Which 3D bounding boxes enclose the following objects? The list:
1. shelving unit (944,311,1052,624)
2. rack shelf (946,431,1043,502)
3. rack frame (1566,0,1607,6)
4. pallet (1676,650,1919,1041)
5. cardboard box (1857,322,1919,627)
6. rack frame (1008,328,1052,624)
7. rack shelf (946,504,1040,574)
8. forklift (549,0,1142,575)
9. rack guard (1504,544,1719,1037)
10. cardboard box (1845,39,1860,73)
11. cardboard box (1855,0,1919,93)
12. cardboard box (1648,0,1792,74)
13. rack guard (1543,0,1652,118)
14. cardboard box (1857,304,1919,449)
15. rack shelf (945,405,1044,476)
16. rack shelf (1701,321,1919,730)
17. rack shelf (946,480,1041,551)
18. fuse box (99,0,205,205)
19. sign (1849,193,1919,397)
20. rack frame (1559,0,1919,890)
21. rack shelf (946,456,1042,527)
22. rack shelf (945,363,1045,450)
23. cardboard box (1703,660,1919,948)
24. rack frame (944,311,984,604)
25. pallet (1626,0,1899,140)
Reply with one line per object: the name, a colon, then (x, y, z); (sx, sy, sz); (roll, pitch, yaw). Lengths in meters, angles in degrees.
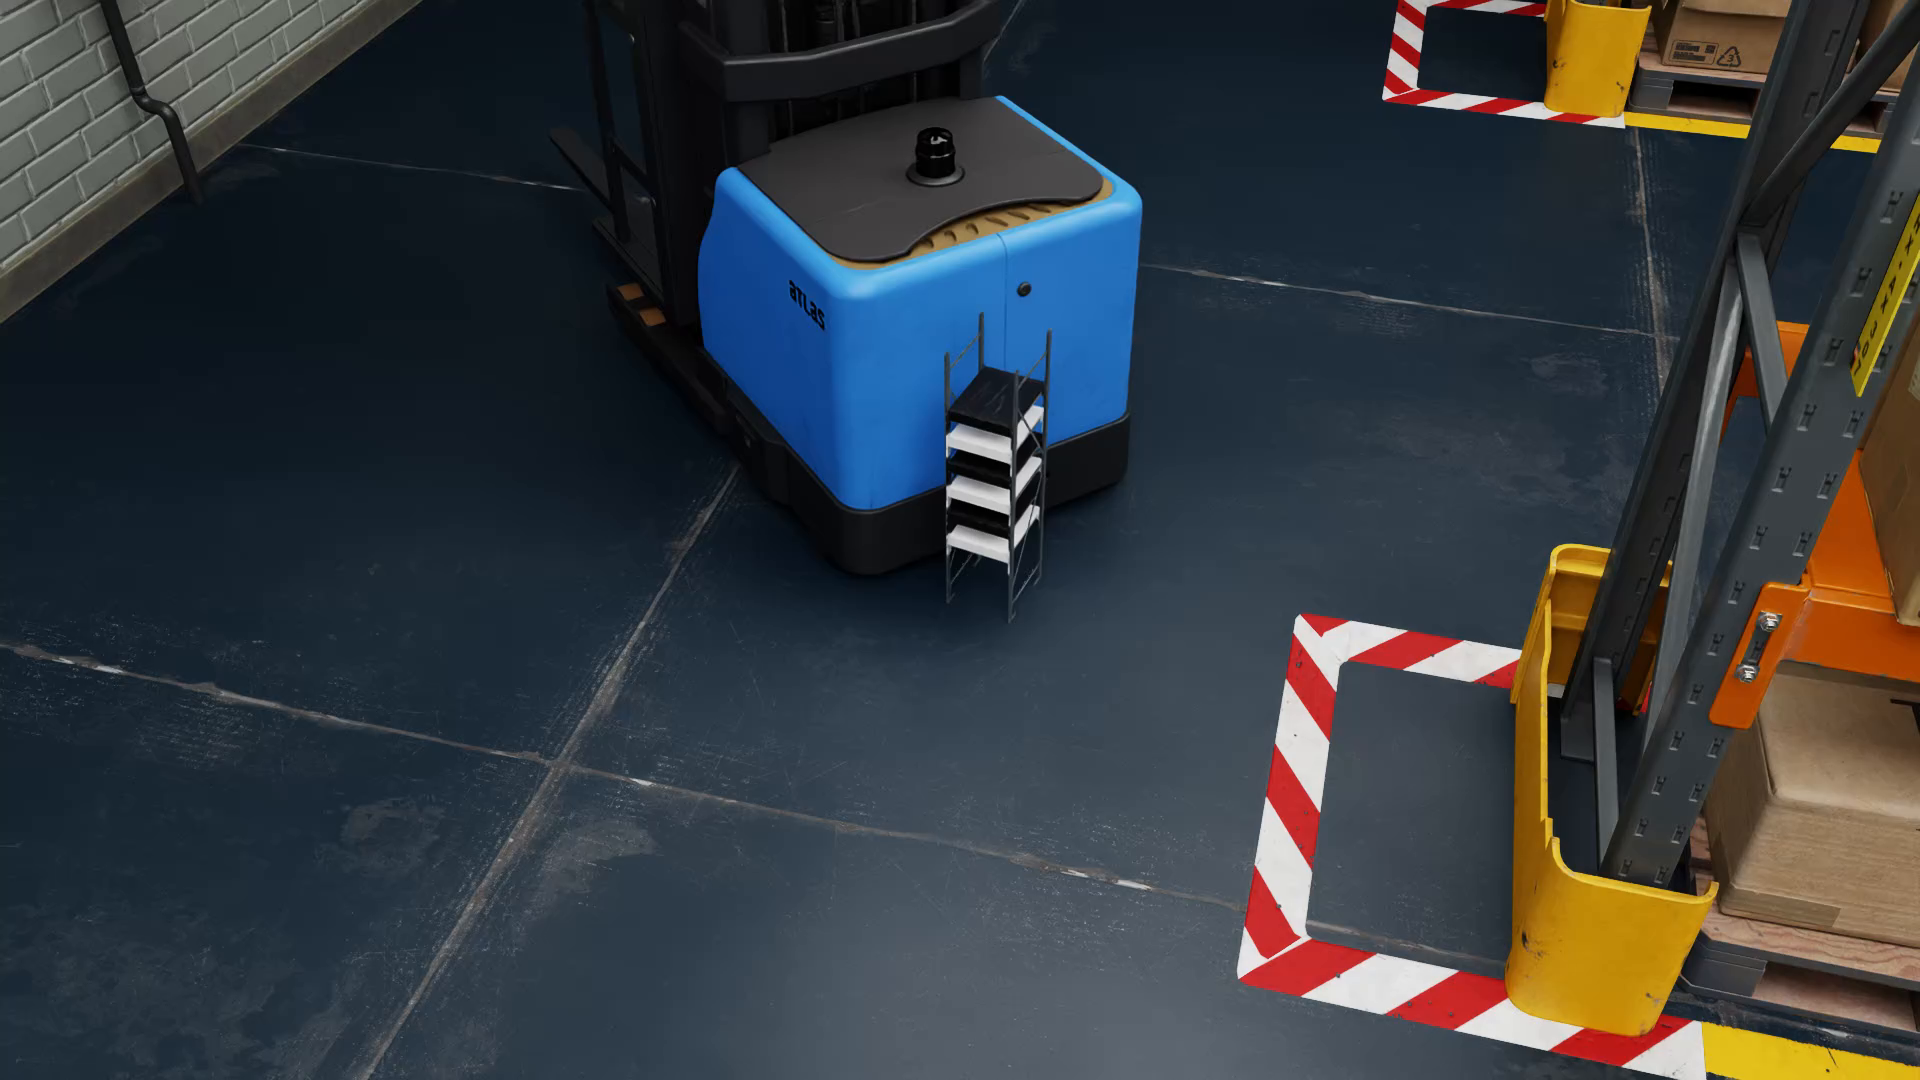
shelving unit: (0.104, -0.192, 4.779); (0.210, 0.900, 0.258); (17, 43, 19)
rack shelf: (0.104, -0.235, 4.742); (0.200, 0.077, 0.258); (17, 43, 19)
rack frame: (2.907, -3.453, 7.030); (0.127, 3.000, 1.000); (10, 41, 11)
pallet: (2.420, 0.783, 4.154); (1.213, 0.211, 1.003); (10, 41, 11)
cardboard box: (2.017, -0.149, 3.018); (0.500, 0.500, 0.500); (9, 41, 11)
rack frame: (0.196, -0.164, 4.745); (0.006, 0.900, 0.240); (17, 43, 19)
rack shelf: (0.105, -0.029, 4.916); (0.200, 0.077, 0.258); (17, 43, 19)
forklift: (-0.649, -1.944, 5.286); (1.130, 2.935, 3.031); (-21, 44, -23)
rack guard: (1.604, 0.584, 4.166); (0.348, 0.500, 1.175); (10, 41, 11)
cardboard box: (3.874, -2.267, 7.507); (0.250, 0.149, 0.380); (8, 41, 10)
cardboard box: (4.289, -2.330, 7.309); (0.500, 0.500, 0.700); (11, 41, 13)
cardboard box: (3.473, -2.498, 7.506); (0.637, 0.503, 0.797); (8, 41, 10)
rack guard: (2.980, -2.484, 7.819); (0.348, 0.500, 1.175); (10, 41, 11)
cardboard box: (2.162, -0.492, 3.425); (0.500, 0.500, 0.500); (10, 41, 12)
rack shelf: (0.104, -0.304, 4.684); (0.200, 0.077, 0.258); (17, 43, 19)
rack shelf: (3.560, 0.239, 3.193); (4.000, 0.370, 1.077); (10, 41, 11)
rack shelf: (0.104, -0.098, 4.858); (0.200, 0.077, 0.258); (17, 43, 19)
fuse box: (-3.142, -2.079, 6.395); (0.414, 1.711, 0.539); (10, 41, 11)
sign: (1.478, -0.387, 2.644); (0.005, 0.325, 0.100); (10, 41, 11)
rack frame: (1.628, -0.369, 3.357); (0.127, 3.000, 1.000); (10, 41, 11)
rack shelf: (0.104, -0.166, 4.800); (0.200, 0.077, 0.258); (17, 43, 19)
rack shelf: (0.104, -0.373, 4.627); (0.200, 0.077, 0.258); (17, 43, 19)
cardboard box: (2.291, 0.499, 3.989); (0.875, 0.438, 0.875); (8, 41, 10)
rack frame: (0.013, -0.220, 4.812); (0.006, 0.900, 0.240); (17, 43, 19)
pallet: (3.751, -2.241, 7.754); (1.213, 0.211, 1.003); (10, 41, 11)
